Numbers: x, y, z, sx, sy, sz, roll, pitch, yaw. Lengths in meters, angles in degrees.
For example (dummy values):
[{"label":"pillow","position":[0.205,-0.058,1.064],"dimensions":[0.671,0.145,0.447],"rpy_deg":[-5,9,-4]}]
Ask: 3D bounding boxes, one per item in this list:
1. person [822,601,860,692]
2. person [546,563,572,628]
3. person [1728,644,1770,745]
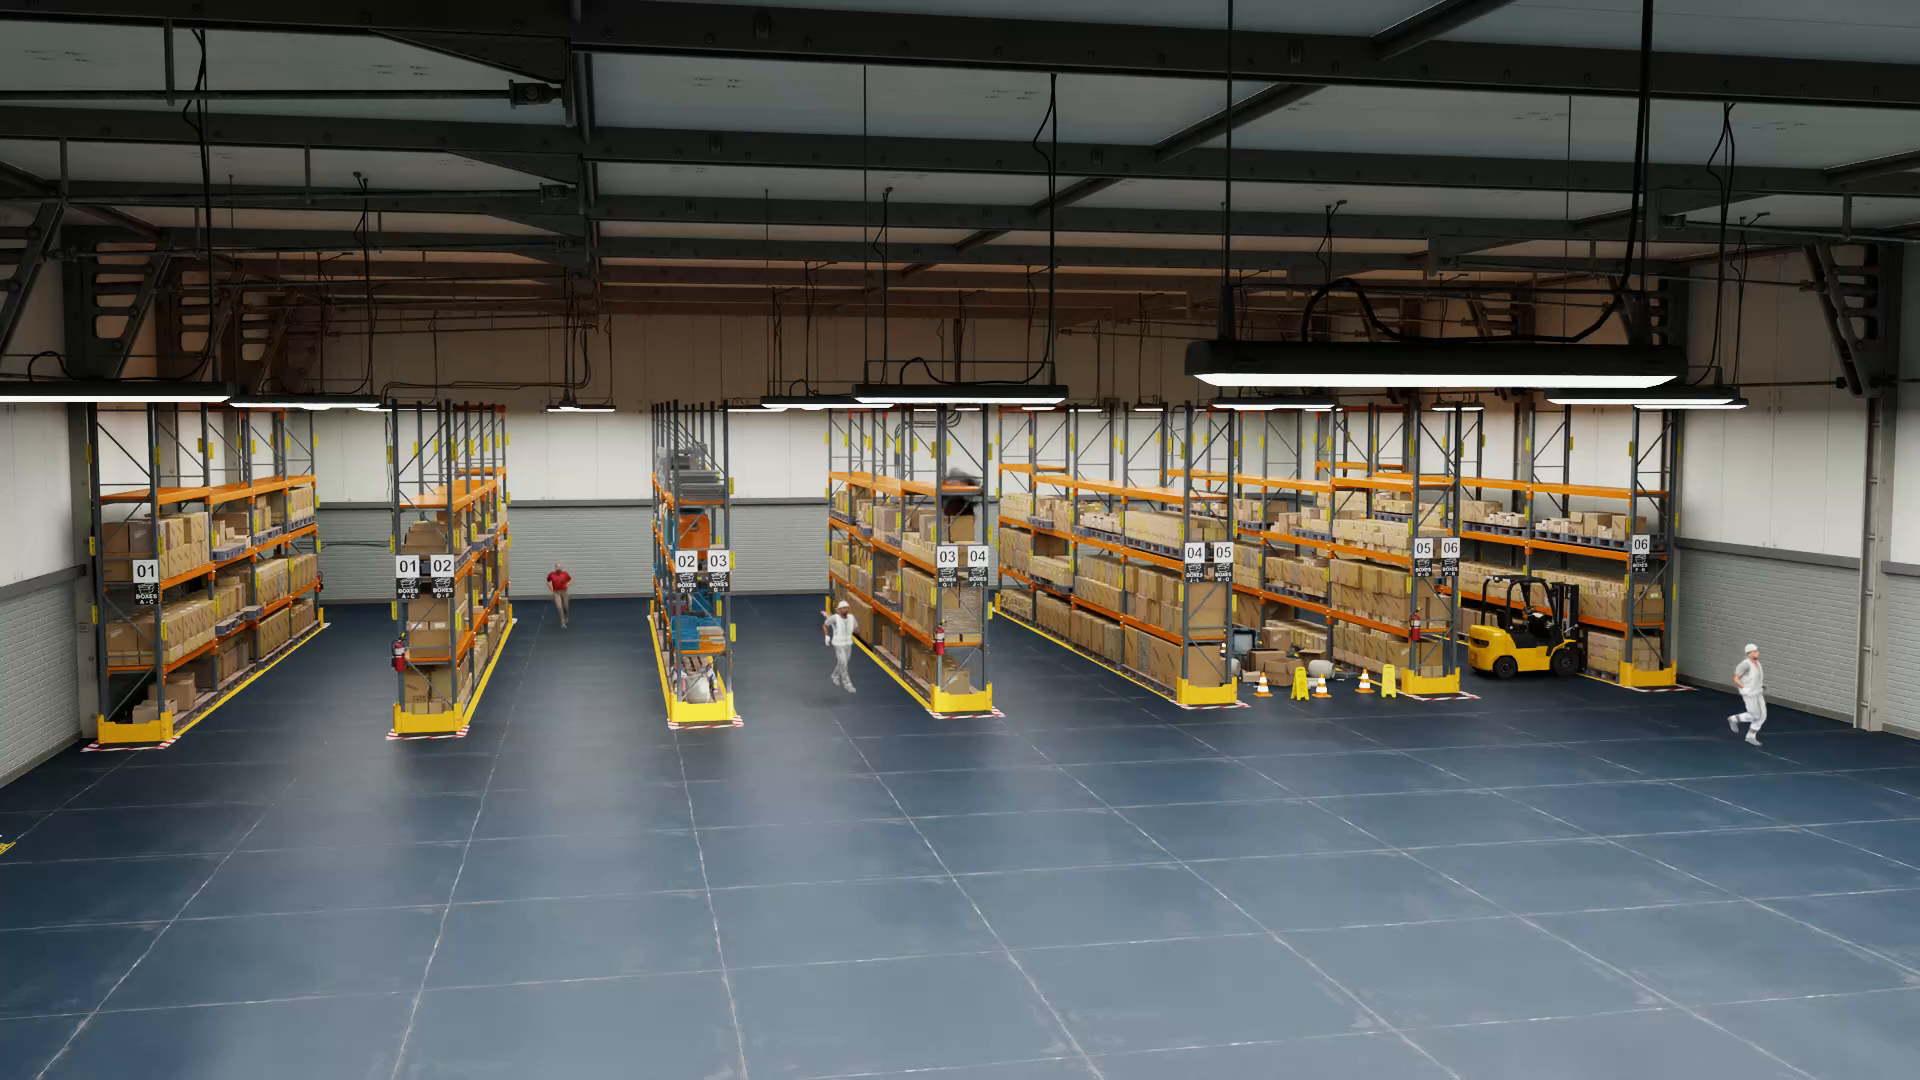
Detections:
[{"label":"person","position":[-2.336,2.059,33.234],"dimensions":[0.679,1.700,0.958],"rpy_deg":[-3,5,-37]},{"label":"person","position":[-10.811,1.490,44.926],"dimensions":[0.668,1.744,0.837],"rpy_deg":[-2,5,-21]},{"label":"person","position":[13.762,2.680,29.024],"dimensions":[0.670,1.752,0.611],"rpy_deg":[-3,5,-32]}]
